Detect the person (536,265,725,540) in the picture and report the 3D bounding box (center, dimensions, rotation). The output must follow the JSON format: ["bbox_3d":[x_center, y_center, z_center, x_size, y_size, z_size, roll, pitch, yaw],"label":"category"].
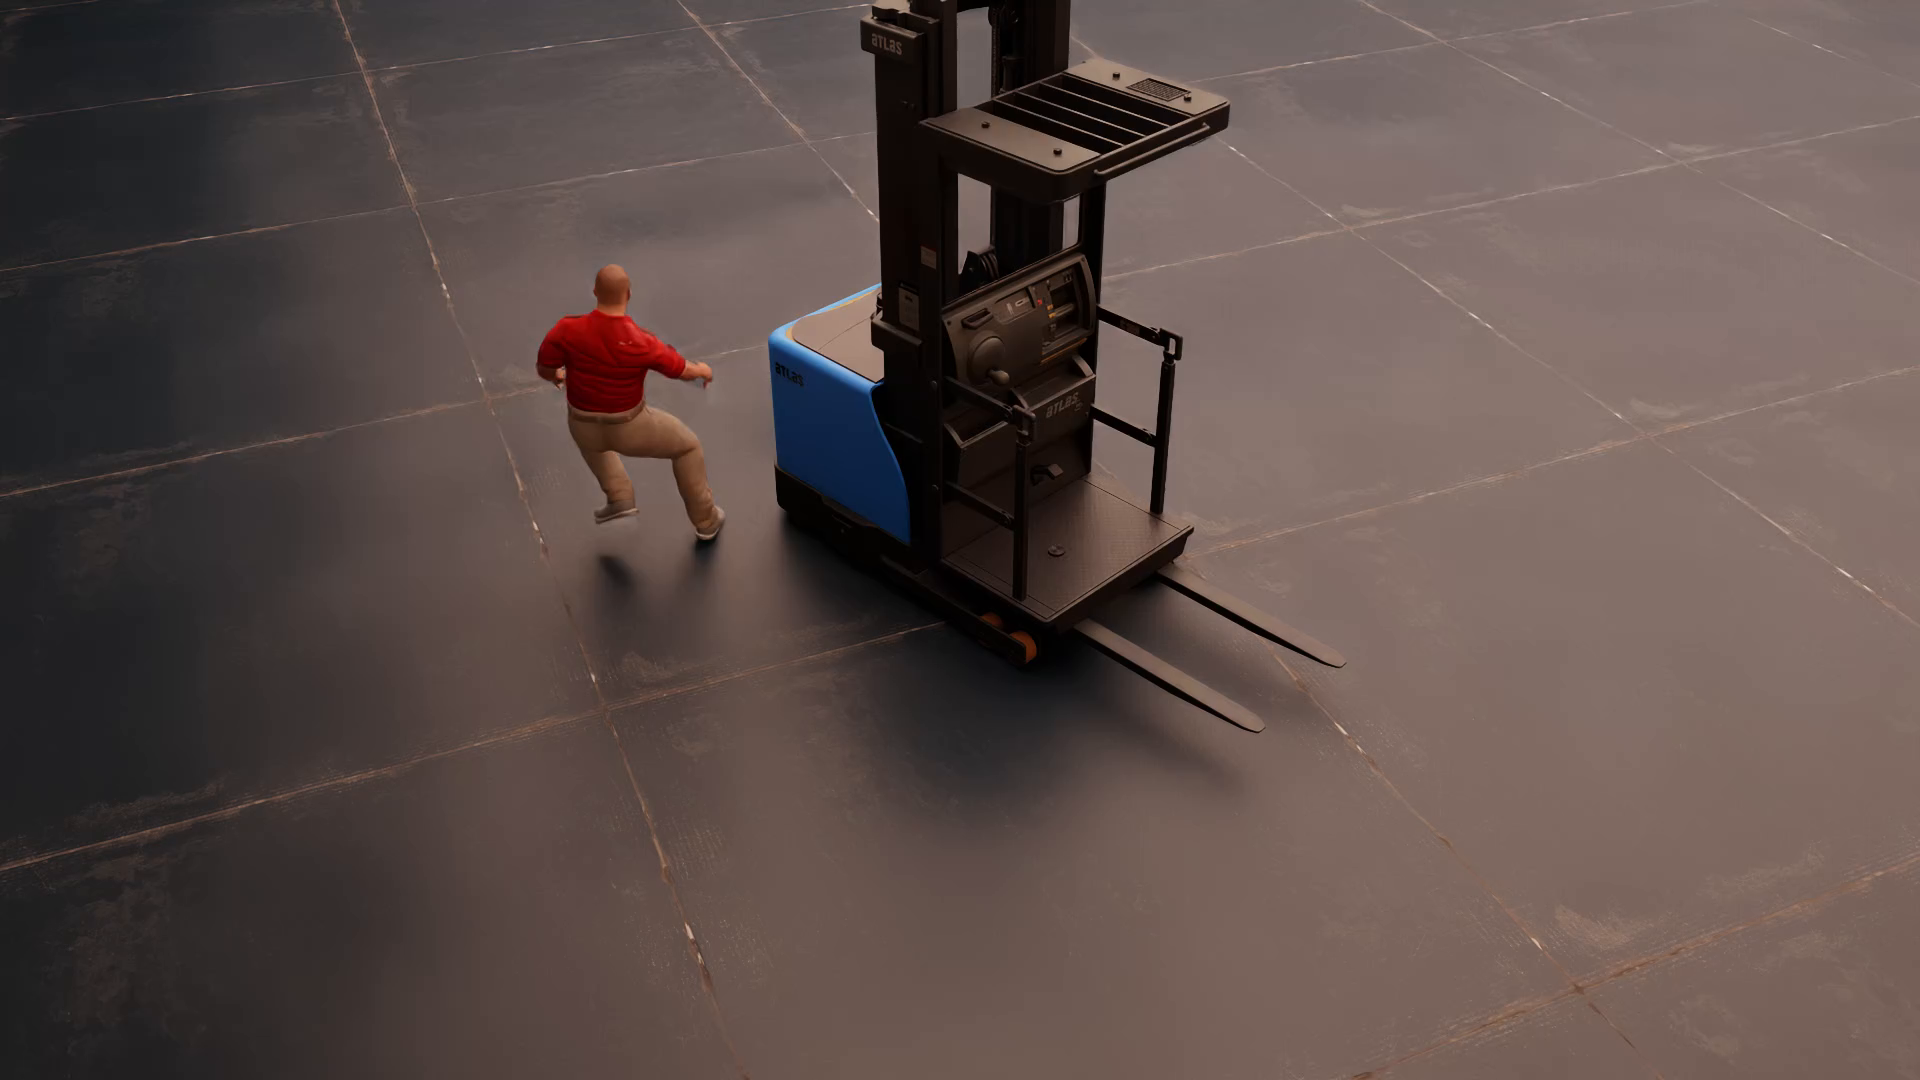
[{"bbox_3d":[-1.639,-0.690,8.259,0.784,1.615,0.649,2,35,3],"label":"person"}]

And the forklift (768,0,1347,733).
[{"bbox_3d":[0.432,-0.946,7.429,3.031,2.935,1.130,30,45,35],"label":"forklift"}]
